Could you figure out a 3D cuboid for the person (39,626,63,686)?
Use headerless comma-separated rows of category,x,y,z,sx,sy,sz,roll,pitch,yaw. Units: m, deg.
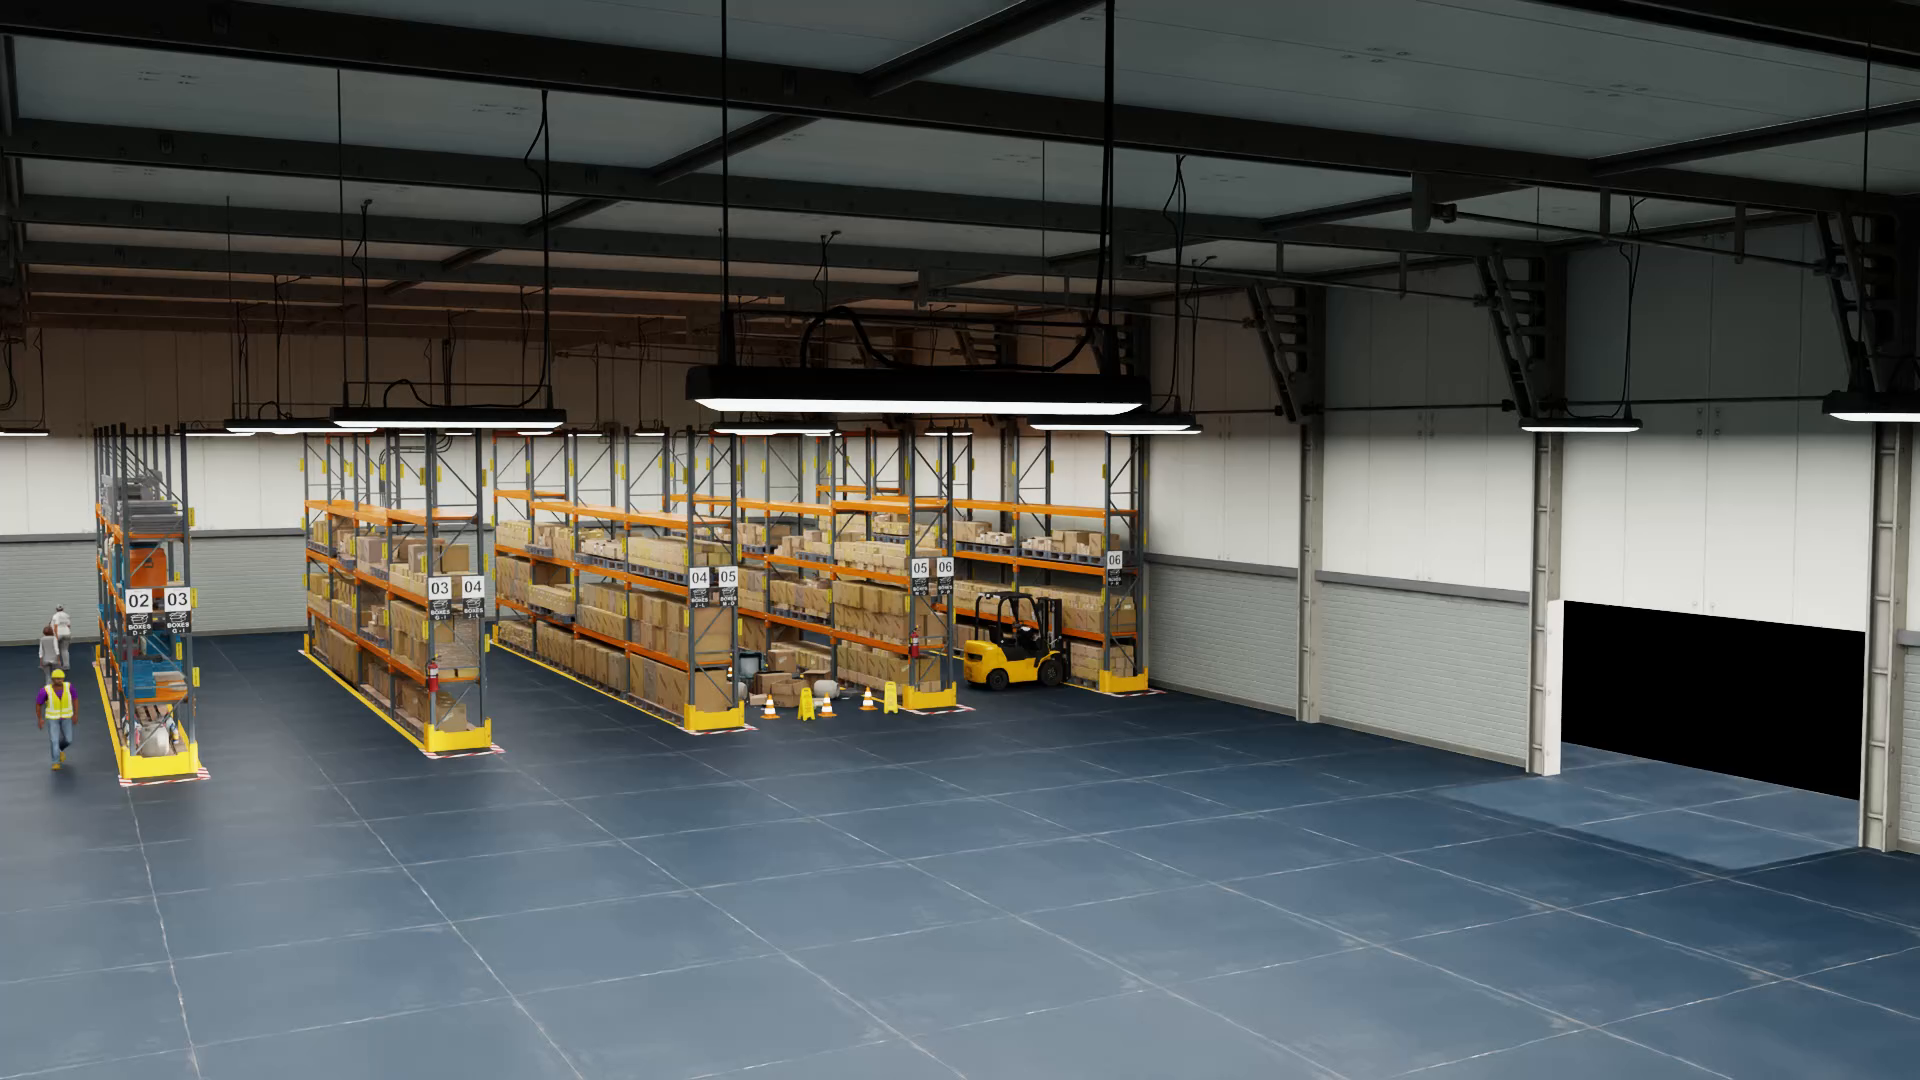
person,-20.109,2.698,36.754,0.460,1.589,0.448,-1,4,-16

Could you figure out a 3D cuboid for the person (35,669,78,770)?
person,-15.744,3.102,28.991,0.659,1.744,0.657,-3,5,-40

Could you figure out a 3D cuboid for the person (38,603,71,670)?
person,-22.426,2.403,41.271,0.737,1.667,0.596,2,4,26

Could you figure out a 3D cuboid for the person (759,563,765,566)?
person,-6.432,1.595,54.221,0.446,1.683,0.616,2,4,34
